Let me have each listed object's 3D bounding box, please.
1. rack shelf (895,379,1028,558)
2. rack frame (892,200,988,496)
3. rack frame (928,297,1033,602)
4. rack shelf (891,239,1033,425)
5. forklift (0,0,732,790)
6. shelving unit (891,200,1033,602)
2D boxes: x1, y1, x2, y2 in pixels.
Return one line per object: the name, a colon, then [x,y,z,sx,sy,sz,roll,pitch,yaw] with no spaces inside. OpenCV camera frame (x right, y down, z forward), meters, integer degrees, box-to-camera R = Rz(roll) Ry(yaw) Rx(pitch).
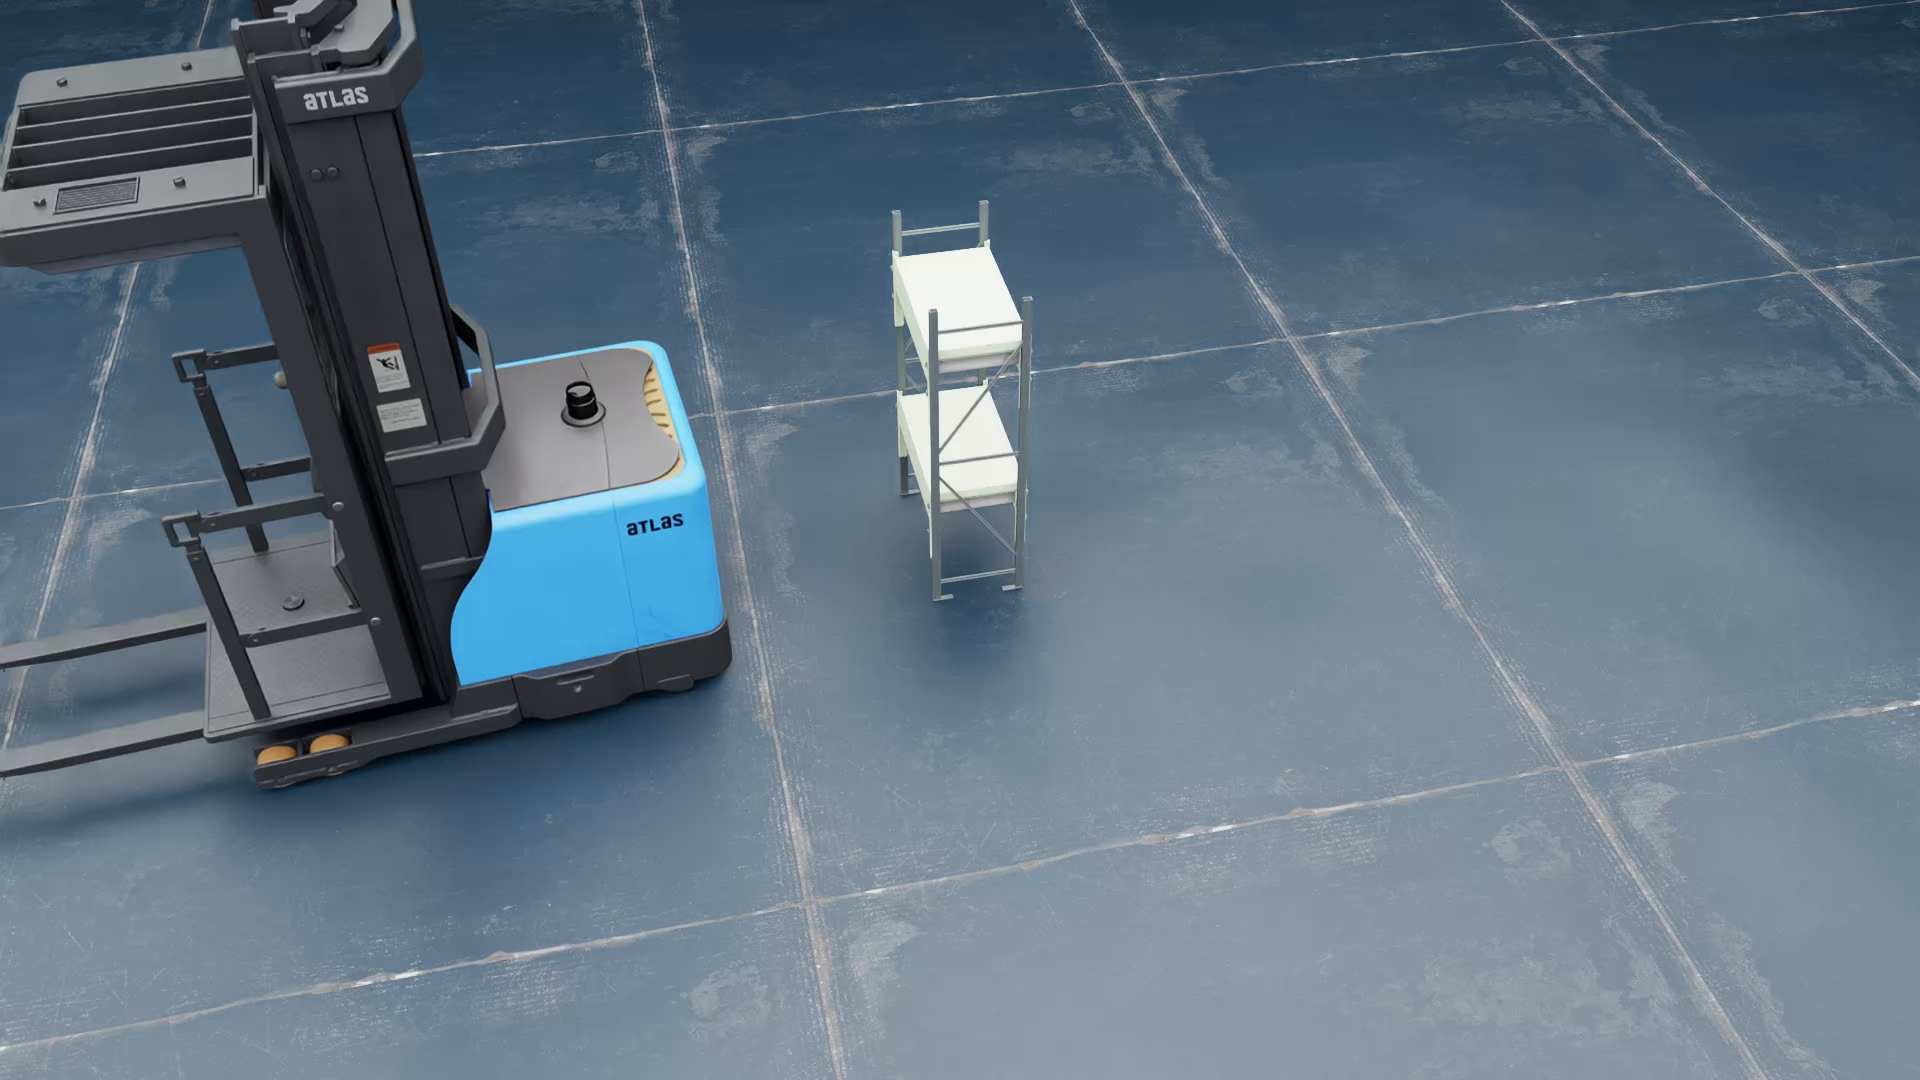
rack shelf: [-0.001,-0.321,7.255,0.431,0.370,0.720,-8,42,-9]
rack frame: [-0.080,-0.802,7.306,0.400,1.500,0.023,-8,42,-9]
rack frame: [0.078,-0.328,6.771,0.400,1.500,0.023,-8,42,-9]
rack shelf: [-0.001,-0.857,6.780,0.431,0.370,0.720,-8,42,-9]
forklift: [-2.516,-0.532,5.923,3.031,2.935,1.130,-12,43,-13]
shelving unit: [-0.001,-0.565,7.039,0.431,1.500,0.755,-8,42,-9]
